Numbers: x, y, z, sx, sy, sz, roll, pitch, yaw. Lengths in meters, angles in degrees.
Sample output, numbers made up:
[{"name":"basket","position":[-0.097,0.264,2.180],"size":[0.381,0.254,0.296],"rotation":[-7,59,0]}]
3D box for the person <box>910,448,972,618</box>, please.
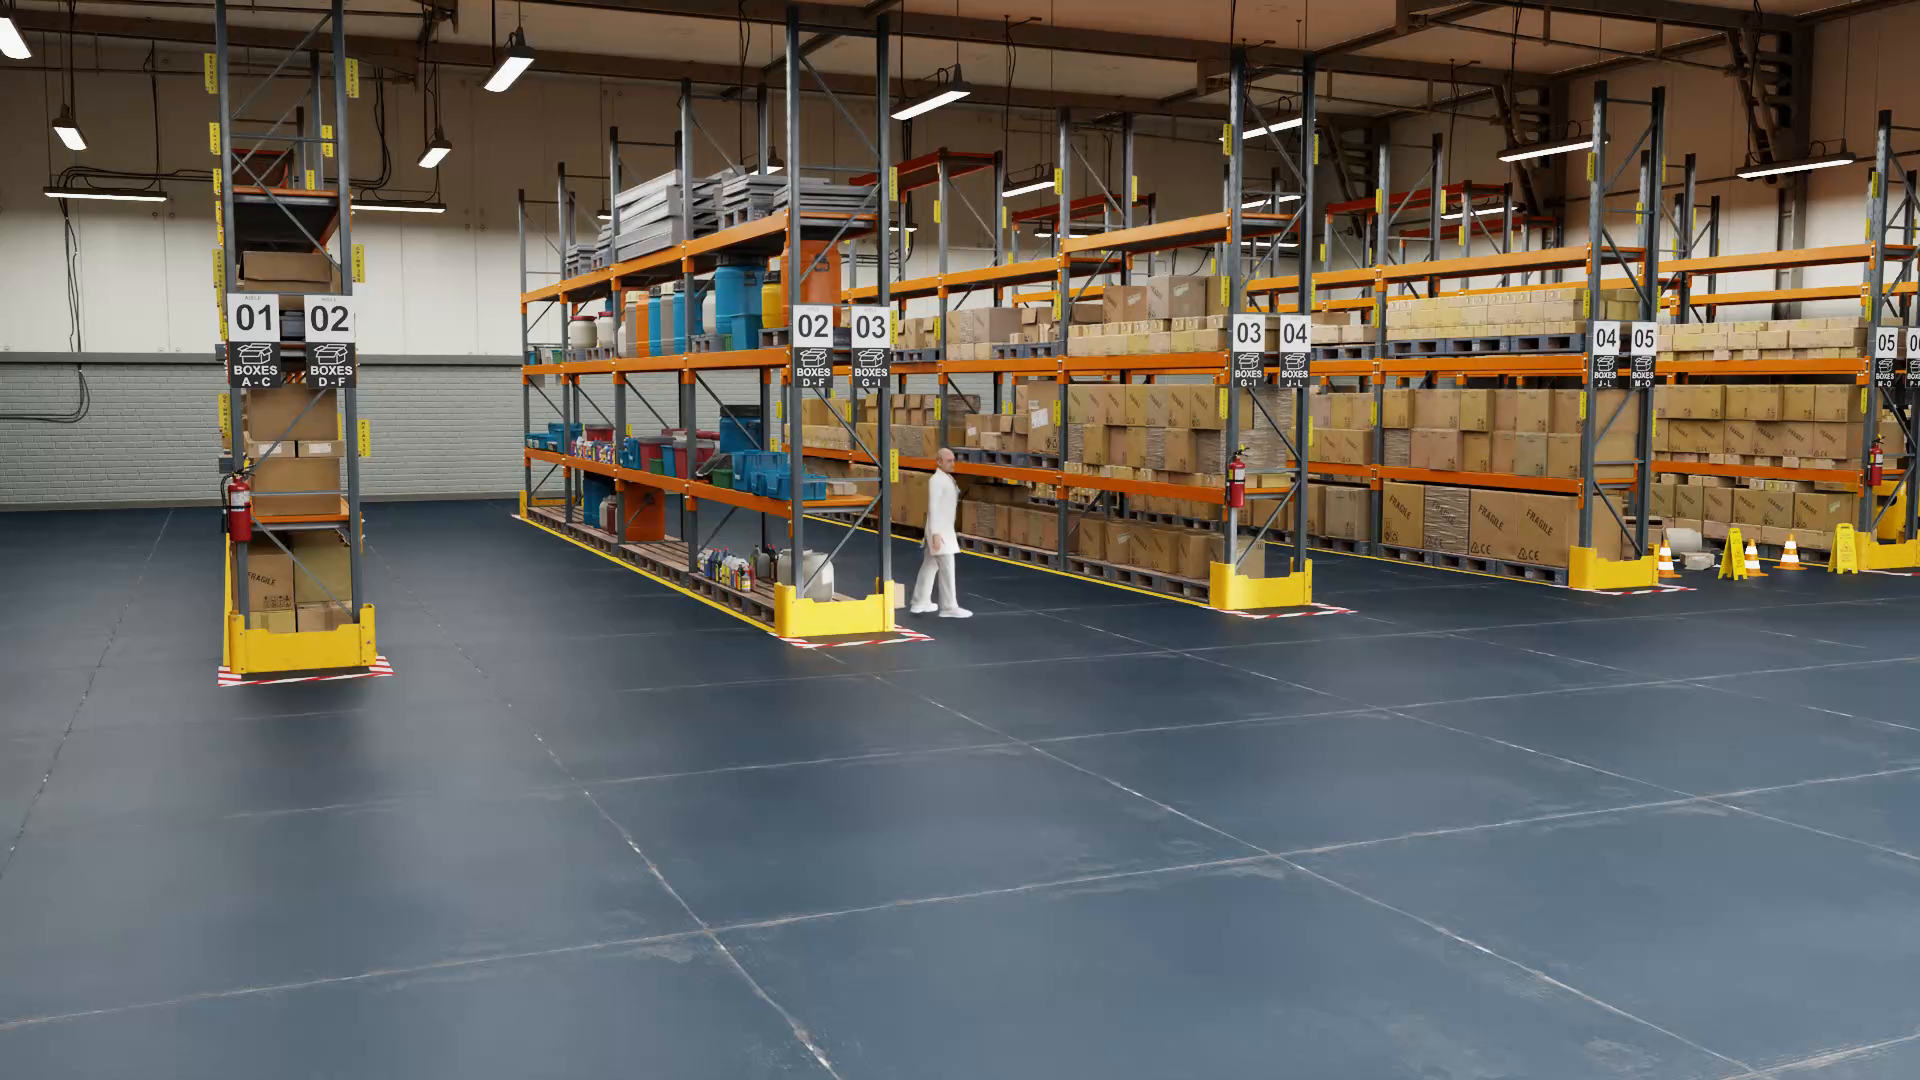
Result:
[{"name":"person","position":[-0.199,-0.076,17.492],"size":[0.676,1.778,0.612],"rotation":[0,5,3]}]
